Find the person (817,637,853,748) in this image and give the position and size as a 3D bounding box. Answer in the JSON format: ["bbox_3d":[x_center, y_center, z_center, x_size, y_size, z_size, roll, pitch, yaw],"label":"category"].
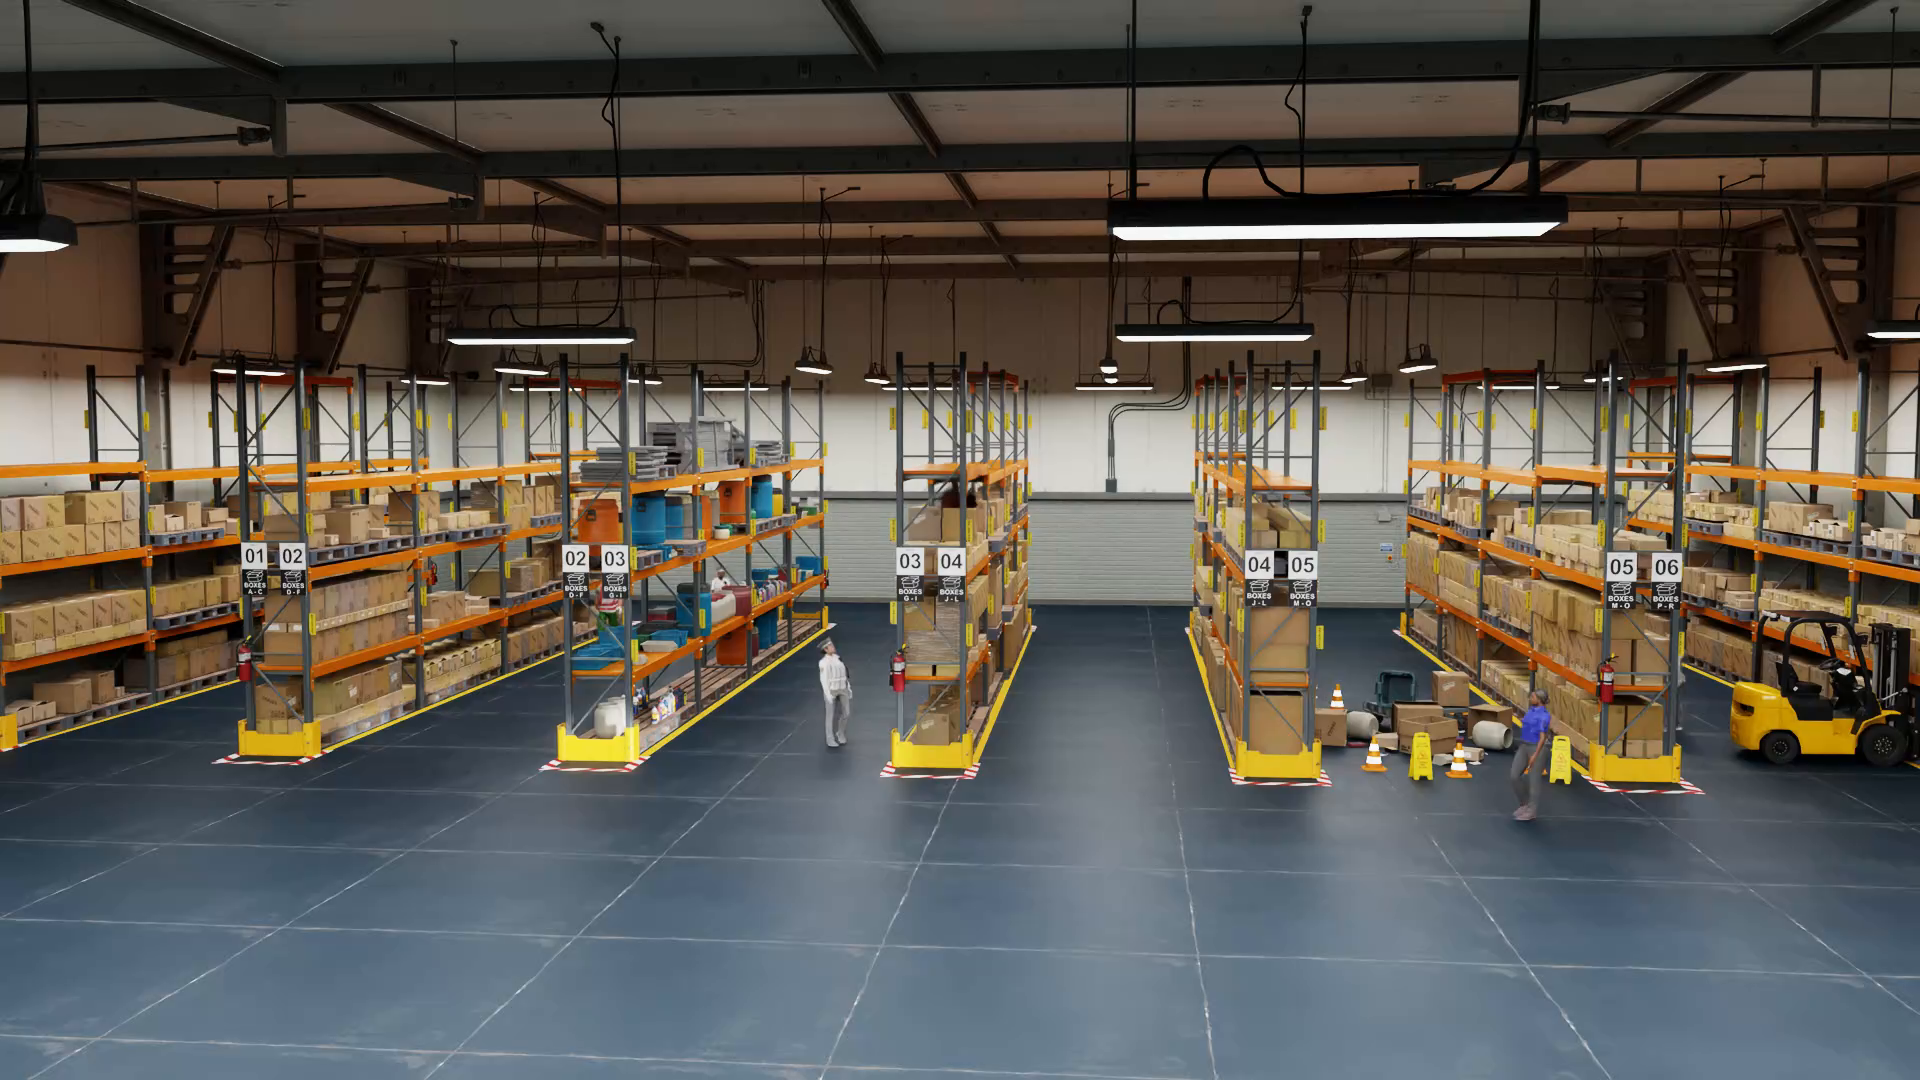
[{"bbox_3d":[-1.935,2.344,25.707,0.548,1.676,0.483,-3,5,-35],"label":"person"}]

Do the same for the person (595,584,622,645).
[{"bbox_3d":[-7.624,1.544,36.023,0.665,1.716,1.103,0,4,3],"label":"person"}]

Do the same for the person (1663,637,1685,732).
[{"bbox_3d":[11.494,2.308,26.842,0.379,1.605,0.519,3,5,38],"label":"person"}]

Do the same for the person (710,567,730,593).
[{"bbox_3d":[-5.551,1.436,38.604,0.446,1.646,0.928,1,4,12],"label":"person"}]

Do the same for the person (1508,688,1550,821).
[{"bbox_3d":[7.185,2.709,20.955,0.449,1.686,0.482,-2,5,-27],"label":"person"}]
